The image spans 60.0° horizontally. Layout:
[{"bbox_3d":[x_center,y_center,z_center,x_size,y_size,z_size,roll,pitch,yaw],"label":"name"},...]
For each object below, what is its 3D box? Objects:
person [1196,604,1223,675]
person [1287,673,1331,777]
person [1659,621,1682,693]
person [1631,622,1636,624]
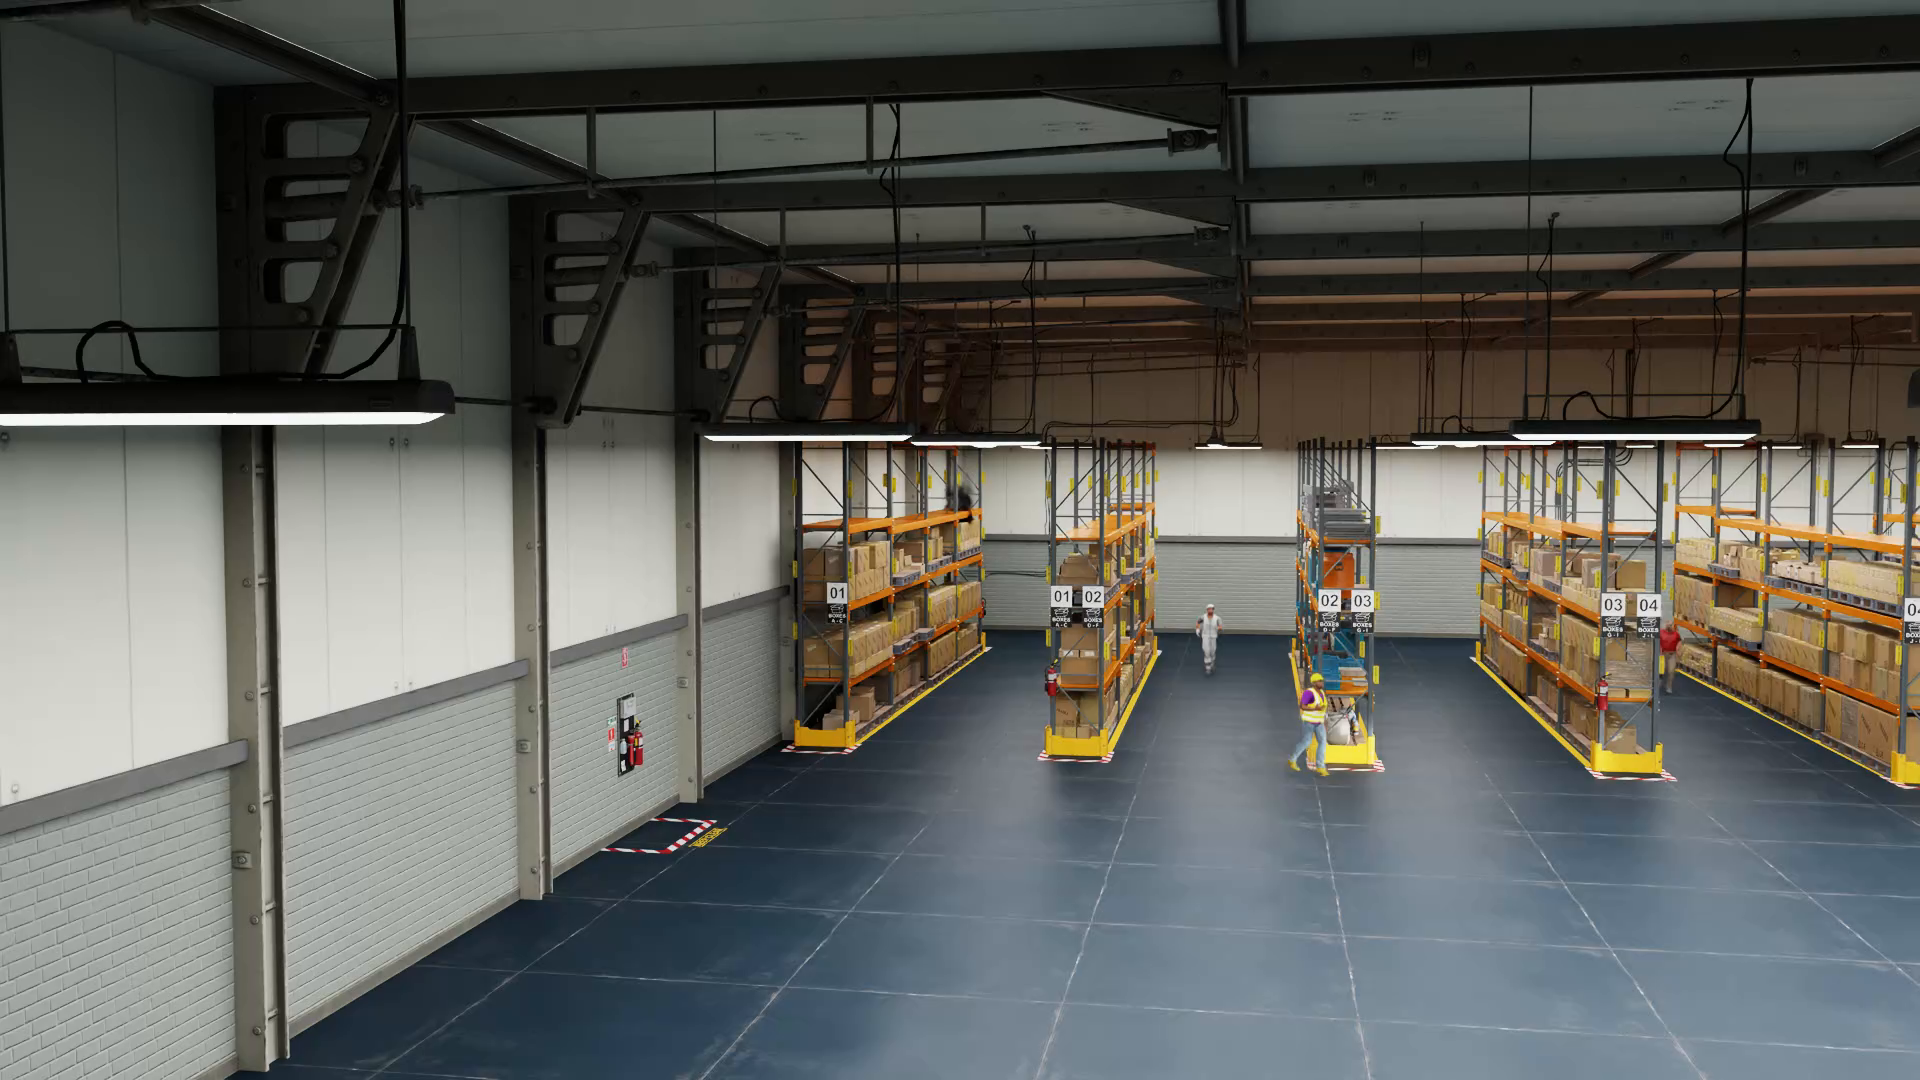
[{"bbox_3d":[6.438,2.530,42.894,0.666,1.769,1.052,0,3,2],"label":"person"},{"bbox_3d":[6.281,3.265,29.595,0.703,1.794,0.867,-2,4,-40],"label":"person"},{"bbox_3d":[16.898,2.771,39.706,0.679,1.705,0.780,1,3,10],"label":"person"},{"bbox_3d":[18.357,2.525,45.599,0.819,1.592,0.682,-2,3,-29],"label":"person"}]
